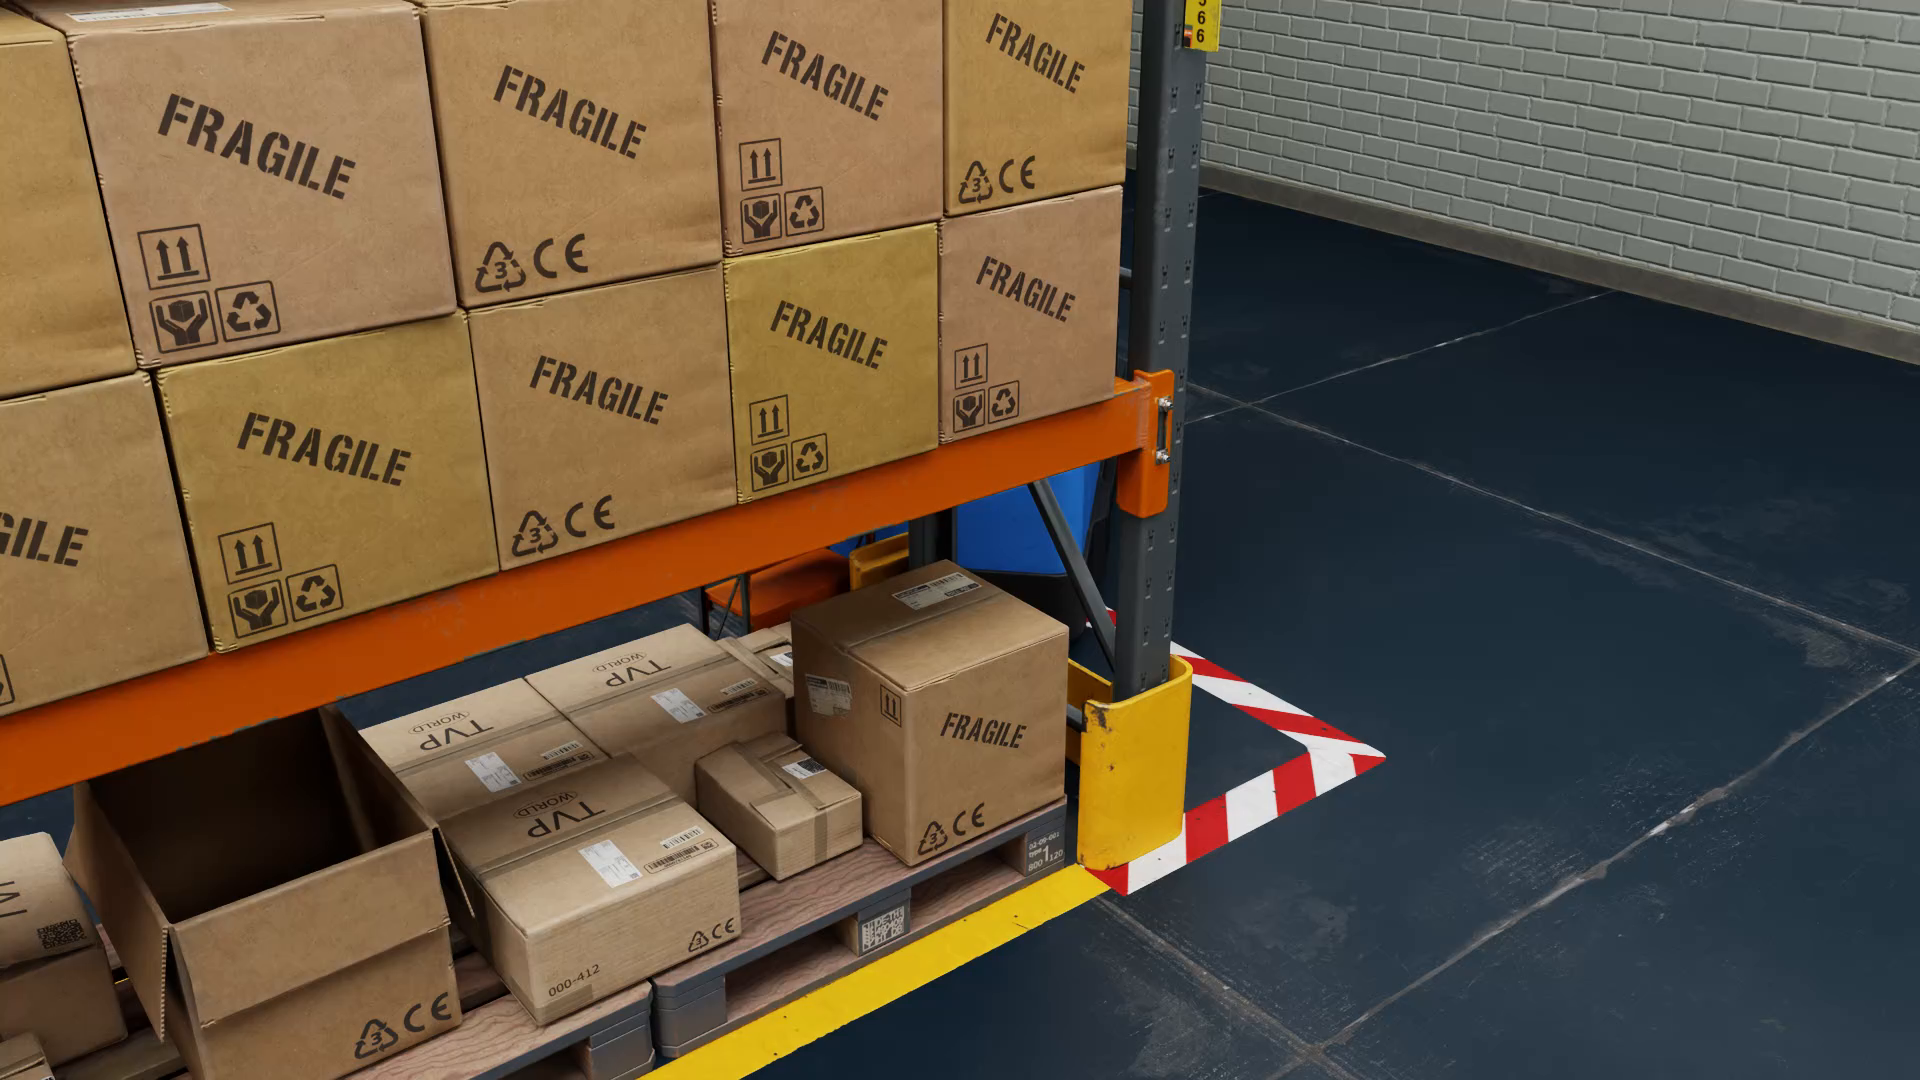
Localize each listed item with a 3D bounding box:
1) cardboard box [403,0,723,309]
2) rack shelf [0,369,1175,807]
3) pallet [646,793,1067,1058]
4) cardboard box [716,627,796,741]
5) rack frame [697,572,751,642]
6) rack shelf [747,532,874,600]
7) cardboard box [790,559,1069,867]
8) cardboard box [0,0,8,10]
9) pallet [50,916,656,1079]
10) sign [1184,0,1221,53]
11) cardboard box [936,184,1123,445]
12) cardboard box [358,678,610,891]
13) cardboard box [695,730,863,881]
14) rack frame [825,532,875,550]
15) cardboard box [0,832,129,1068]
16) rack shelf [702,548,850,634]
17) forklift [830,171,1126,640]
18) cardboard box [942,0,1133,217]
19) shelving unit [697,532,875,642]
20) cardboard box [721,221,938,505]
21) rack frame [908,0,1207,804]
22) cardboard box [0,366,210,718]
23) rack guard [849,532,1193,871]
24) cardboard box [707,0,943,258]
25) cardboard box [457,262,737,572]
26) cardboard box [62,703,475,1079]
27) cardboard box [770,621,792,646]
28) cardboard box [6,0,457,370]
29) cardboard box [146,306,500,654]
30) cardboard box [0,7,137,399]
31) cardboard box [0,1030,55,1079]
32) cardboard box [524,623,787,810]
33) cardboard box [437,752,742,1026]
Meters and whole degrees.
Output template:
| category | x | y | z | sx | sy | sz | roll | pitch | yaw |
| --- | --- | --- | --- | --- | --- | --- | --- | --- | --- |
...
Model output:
| category | x | y | z | sx | sy | sz | roll | pitch | yaw |
| --- | --- | --- | --- | --- | --- | --- | --- | --- | --- |
| cardboard box | -0.785 | -0.761 | 3.021 | 0.500 | 0.500 | 0.500 | -17 | 30 | -33 |
| rack shelf | -1.376 | 0.109 | 3.307 | 4.000 | 0.370 | 1.077 | -18 | 31 | -34 |
| pallet | -0.489 | 0.755 | 4.372 | 1.213 | 0.211 | 1.003 | -18 | 31 | -34 |
| cardboard box | -0.540 | 0.409 | 4.649 | 0.250 | 0.166 | 0.380 | -18 | 31 | -34 |
| rack frame | -0.696 | 0.009 | 4.805 | 0.015 | 1.200 | 0.240 | -23 | 33 | -40 |
| rack shelf | -0.522 | -0.002 | 4.989 | 0.480 | 0.148 | 0.258 | -23 | 33 | -40 |
| cardboard box | -0.078 | 0.420 | 4.228 | 0.500 | 0.500 | 0.500 | -18 | 31 | -34 |
| cardboard box | -1.517 | -0.809 | 3.123 | 0.500 | 0.500 | 0.500 | -19 | 31 | -34 |
| pallet | -1.448 | 1.070 | 3.693 | 1.213 | 0.211 | 1.003 | -18 | 31 | -34 |
| sign | 0.525 | -1.216 | 3.557 | 0.005 | 0.325 | 0.100 | -18 | 31 | -34 |
| cardboard box | 0.013 | -0.576 | 3.809 | 0.500 | 0.500 | 0.500 | -17 | 30 | -32 |
| cardboard box | -1.192 | 0.618 | 4.099 | 0.500 | 0.250 | 0.500 | -18 | 31 | -34 |
| cardboard box | -0.452 | 0.647 | 4.136 | 0.250 | 0.166 | 0.380 | -18 | 31 | -34 |
| rack frame | -0.348 | -0.135 | 5.116 | 0.015 | 1.200 | 0.240 | -23 | 33 | -40 |
| cardboard box | -2.086 | 0.885 | 3.450 | 0.500 | 0.311 | 0.500 | -18 | 31 | -34 |
| rack shelf | -0.522 | 0.178 | 5.072 | 0.480 | 0.148 | 0.258 | -23 | 33 | -40 |
| forklift | 0.091 | -1.589 | 6.192 | 1.130 | 2.935 | 3.031 | 4 | 25 | 8 |
| cardboard box | 0.017 | -1.029 | 3.598 | 0.500 | 0.500 | 0.500 | -19 | 31 | -34 |
| shelving unit | -0.522 | -0.063 | 4.960 | 0.503 | 1.200 | 0.258 | -23 | 33 | -40 |
| cardboard box | -0.393 | -0.440 | 3.516 | 0.500 | 0.500 | 0.500 | -18 | 30 | -34 |
| rack frame | 0.198 | -0.737 | 4.275 | 0.127 | 3.000 | 1.000 | -18 | 31 | -34 |
| cardboard box | -1.585 | -0.049 | 2.673 | 0.500 | 0.500 | 0.500 | -18 | 31 | -34 |
| rack guard | 0.138 | 0.417 | 4.758 | 0.348 | 0.500 | 1.175 | -18 | 31 | -34 |
| cardboard box | -0.380 | -0.898 | 3.314 | 0.500 | 0.500 | 0.500 | -17 | 30 | -33 |
| cardboard box | -0.789 | -0.312 | 3.240 | 0.500 | 0.500 | 0.500 | -18 | 30 | -34 |
| cardboard box | -1.475 | 0.745 | 3.524 | 0.637 | 0.503 | 0.797 | -18 | 31 | -34 |
| cardboard box | -0.344 | 0.352 | 4.793 | 0.250 | 0.149 | 0.380 | -18 | 31 | -34 |
| cardboard box | -1.189 | -0.628 | 2.733 | 0.500 | 0.500 | 0.500 | -17 | 30 | -32 |
| cardboard box | -1.185 | -0.181 | 2.958 | 0.500 | 0.500 | 0.500 | -19 | 31 | -35 |
| cardboard box | -1.595 | -0.493 | 2.444 | 0.500 | 0.500 | 0.500 | -19 | 31 | -35 |
| cardboard box | -1.811 | 1.122 | 3.111 | 0.250 | 0.166 | 0.380 | -18 | 31 | -34 |
| cardboard box | -0.799 | 0.488 | 4.379 | 0.500 | 0.250 | 0.500 | -18 | 31 | -34 |
| cardboard box | -0.844 | 0.770 | 3.770 | 0.500 | 0.250 | 0.500 | -18 | 31 | -34 |
